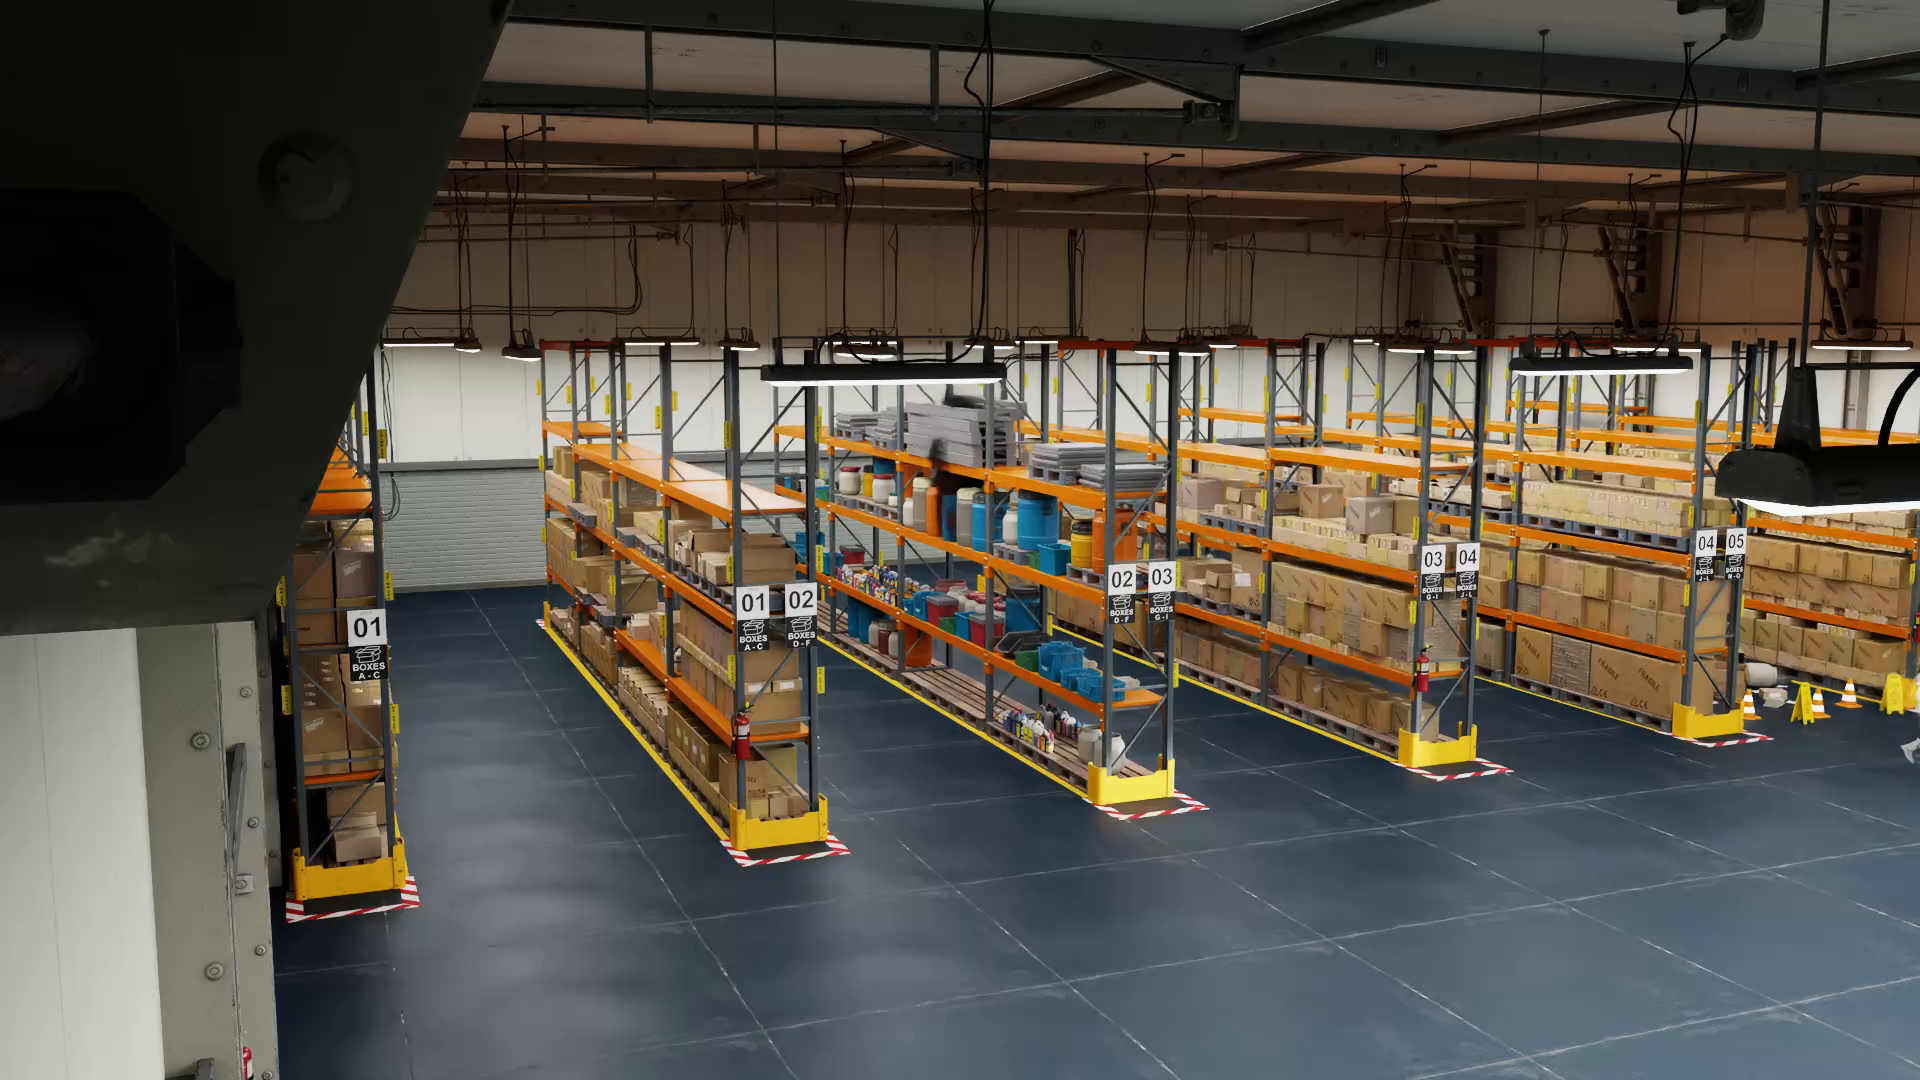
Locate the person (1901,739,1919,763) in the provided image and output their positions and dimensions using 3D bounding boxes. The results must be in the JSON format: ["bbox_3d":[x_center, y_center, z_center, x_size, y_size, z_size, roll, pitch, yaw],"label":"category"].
[{"bbox_3d":[13.705,2.471,23.429,0.698,1.653,0.620,3,8,22],"label":"person"}]

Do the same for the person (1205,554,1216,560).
[{"bbox_3d":[5.058,1.121,33.824,0.577,1.679,0.672,-5,9,-32],"label":"person"}]

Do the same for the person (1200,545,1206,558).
[{"bbox_3d":[6.088,0.059,41.745,0.525,1.701,0.733,4,8,25],"label":"person"}]
